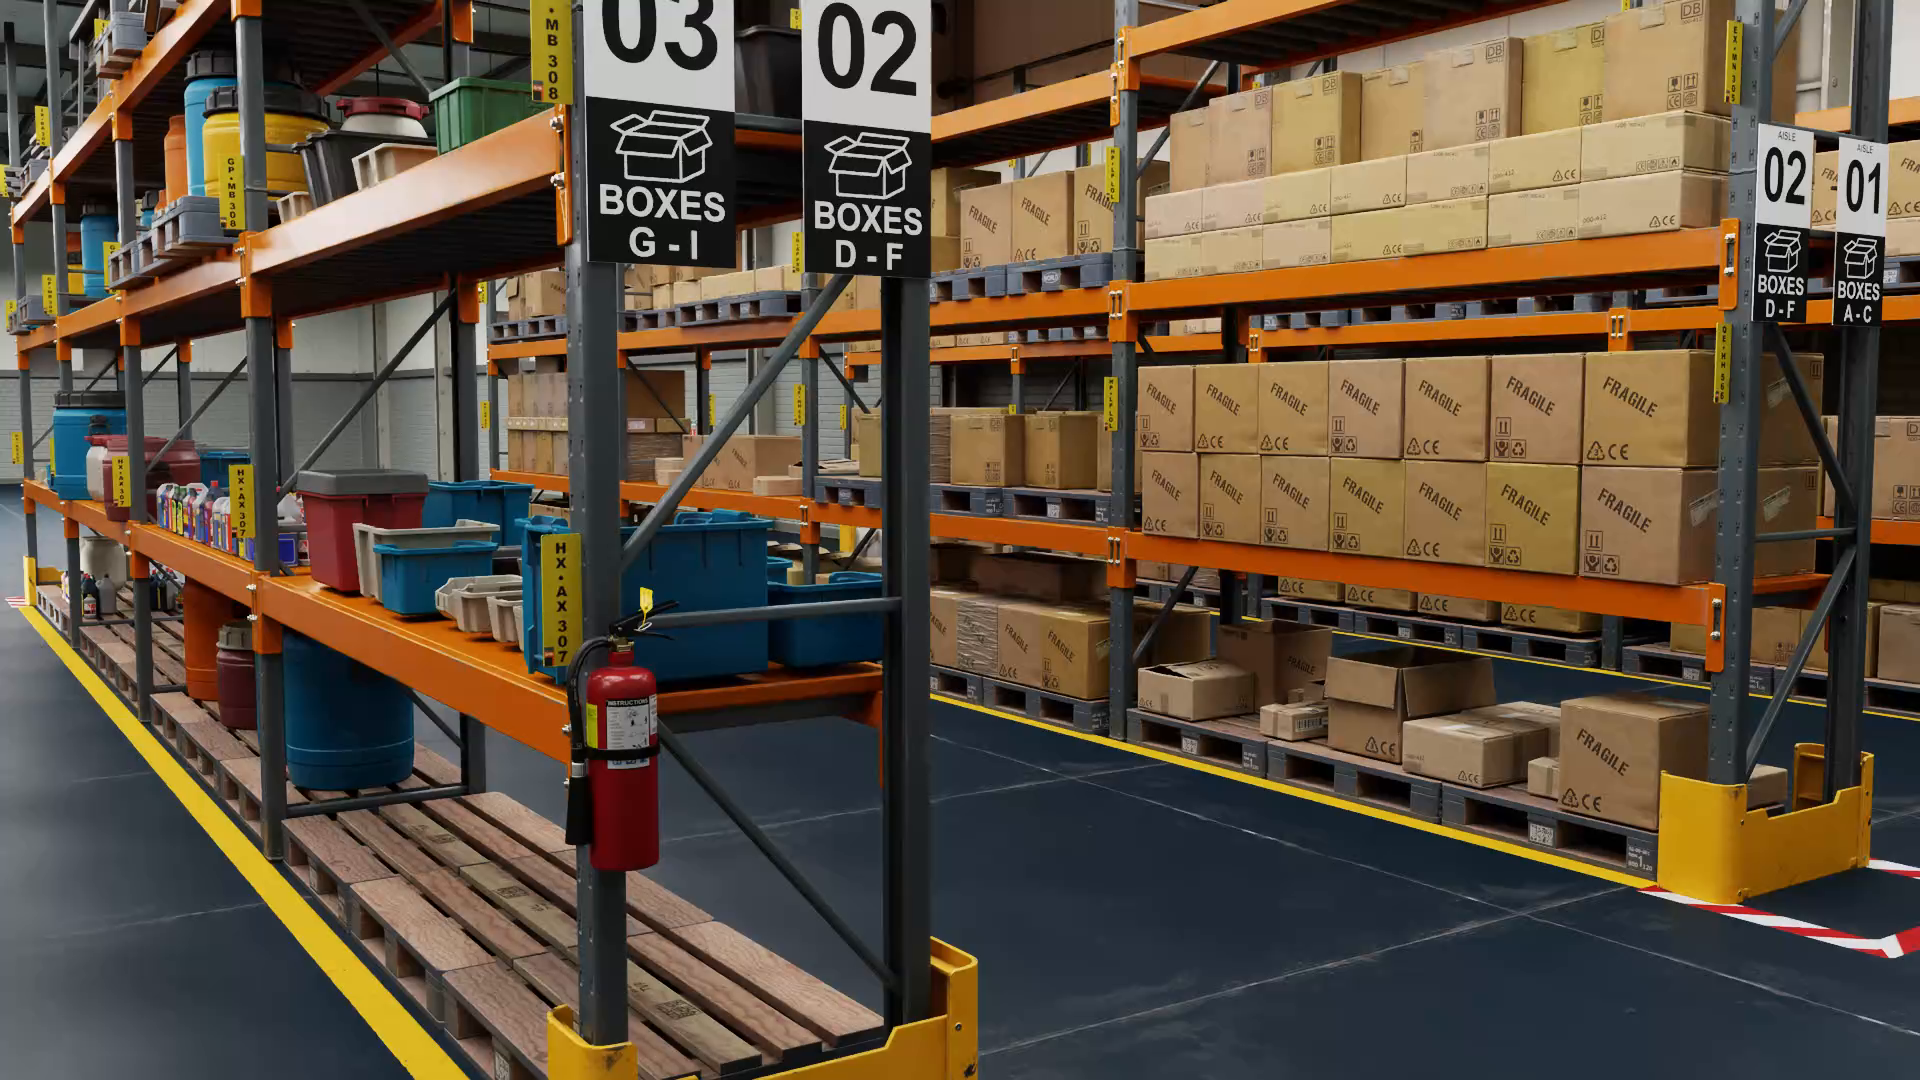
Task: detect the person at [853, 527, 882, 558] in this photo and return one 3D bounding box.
[{"bbox_3d":[-0.749,0.228,16.500,0.593,1.048,0.942,-3,6,-36],"label":"person"}]
